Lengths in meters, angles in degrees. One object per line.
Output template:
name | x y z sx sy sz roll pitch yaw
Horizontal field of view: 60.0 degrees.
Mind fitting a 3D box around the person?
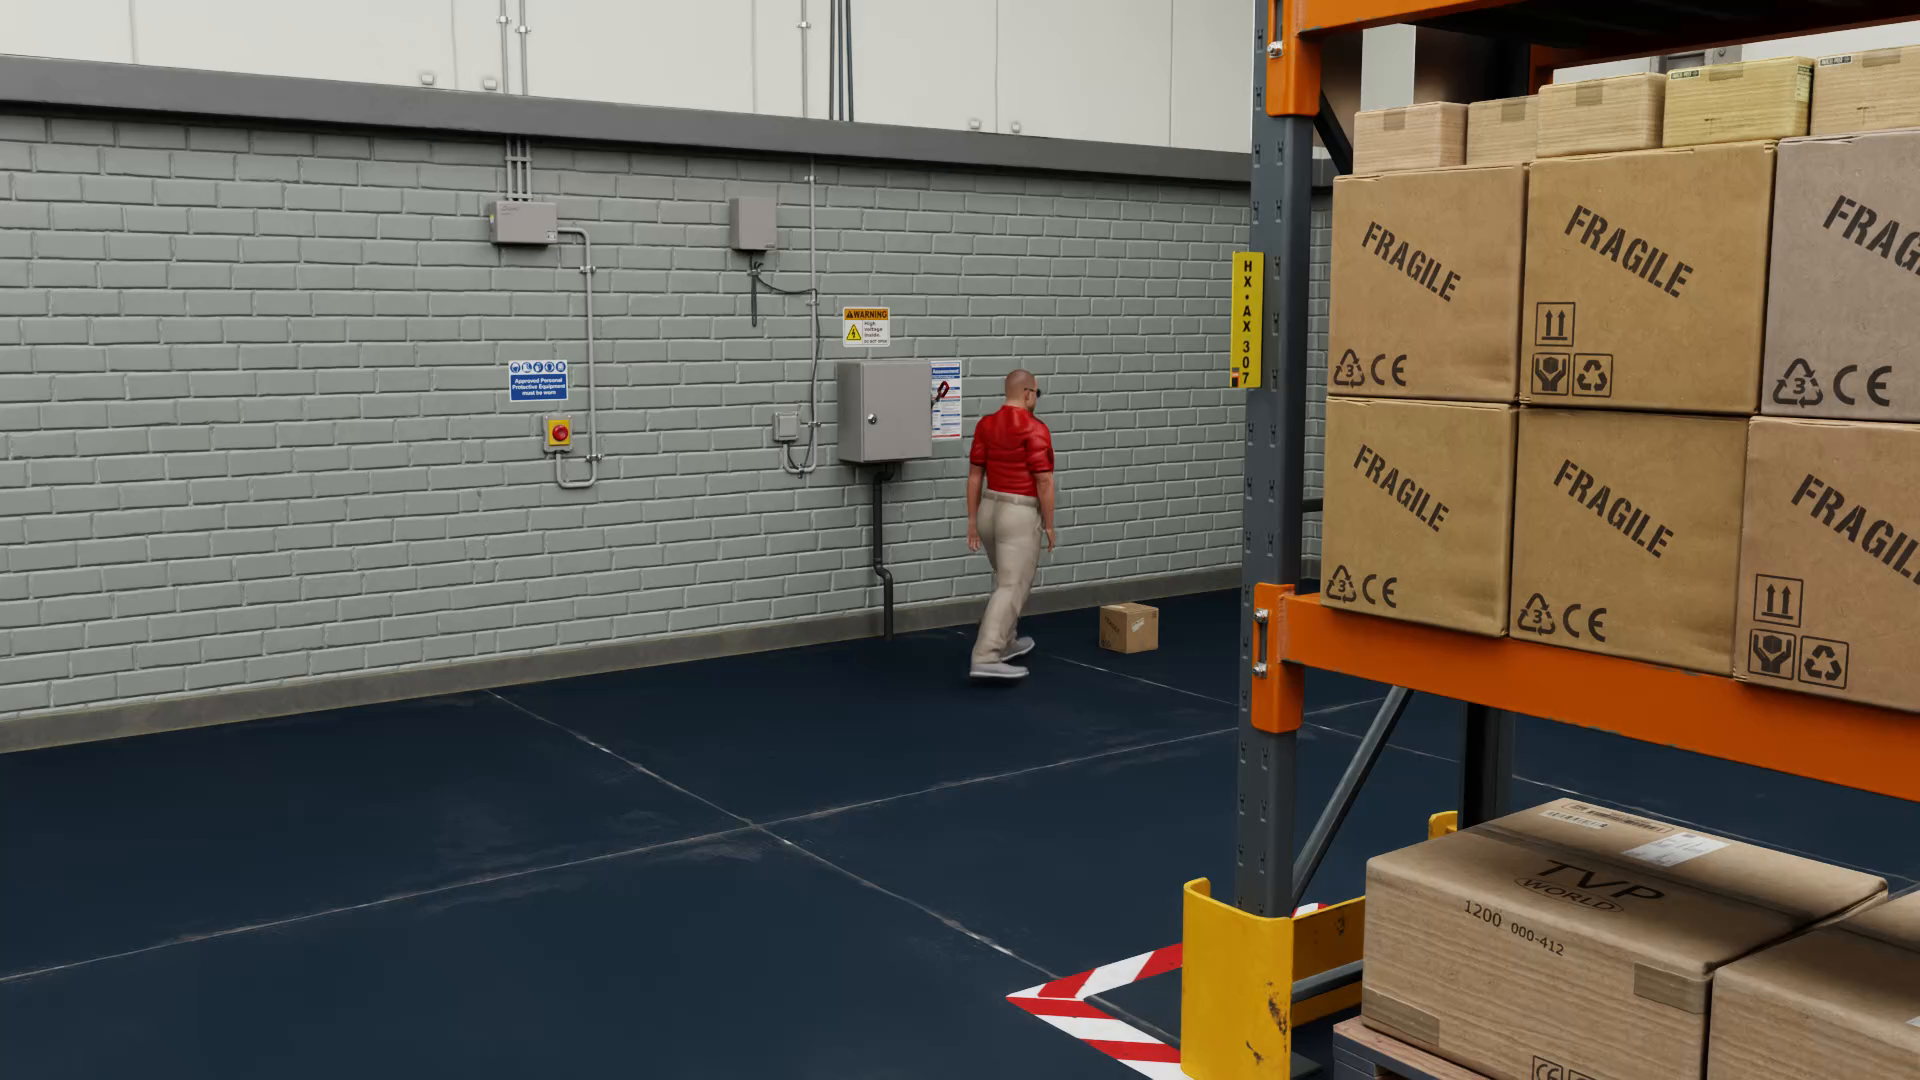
person | 0.275 -0.099 9.202 0.847 1.682 0.636 -7 10 -41
